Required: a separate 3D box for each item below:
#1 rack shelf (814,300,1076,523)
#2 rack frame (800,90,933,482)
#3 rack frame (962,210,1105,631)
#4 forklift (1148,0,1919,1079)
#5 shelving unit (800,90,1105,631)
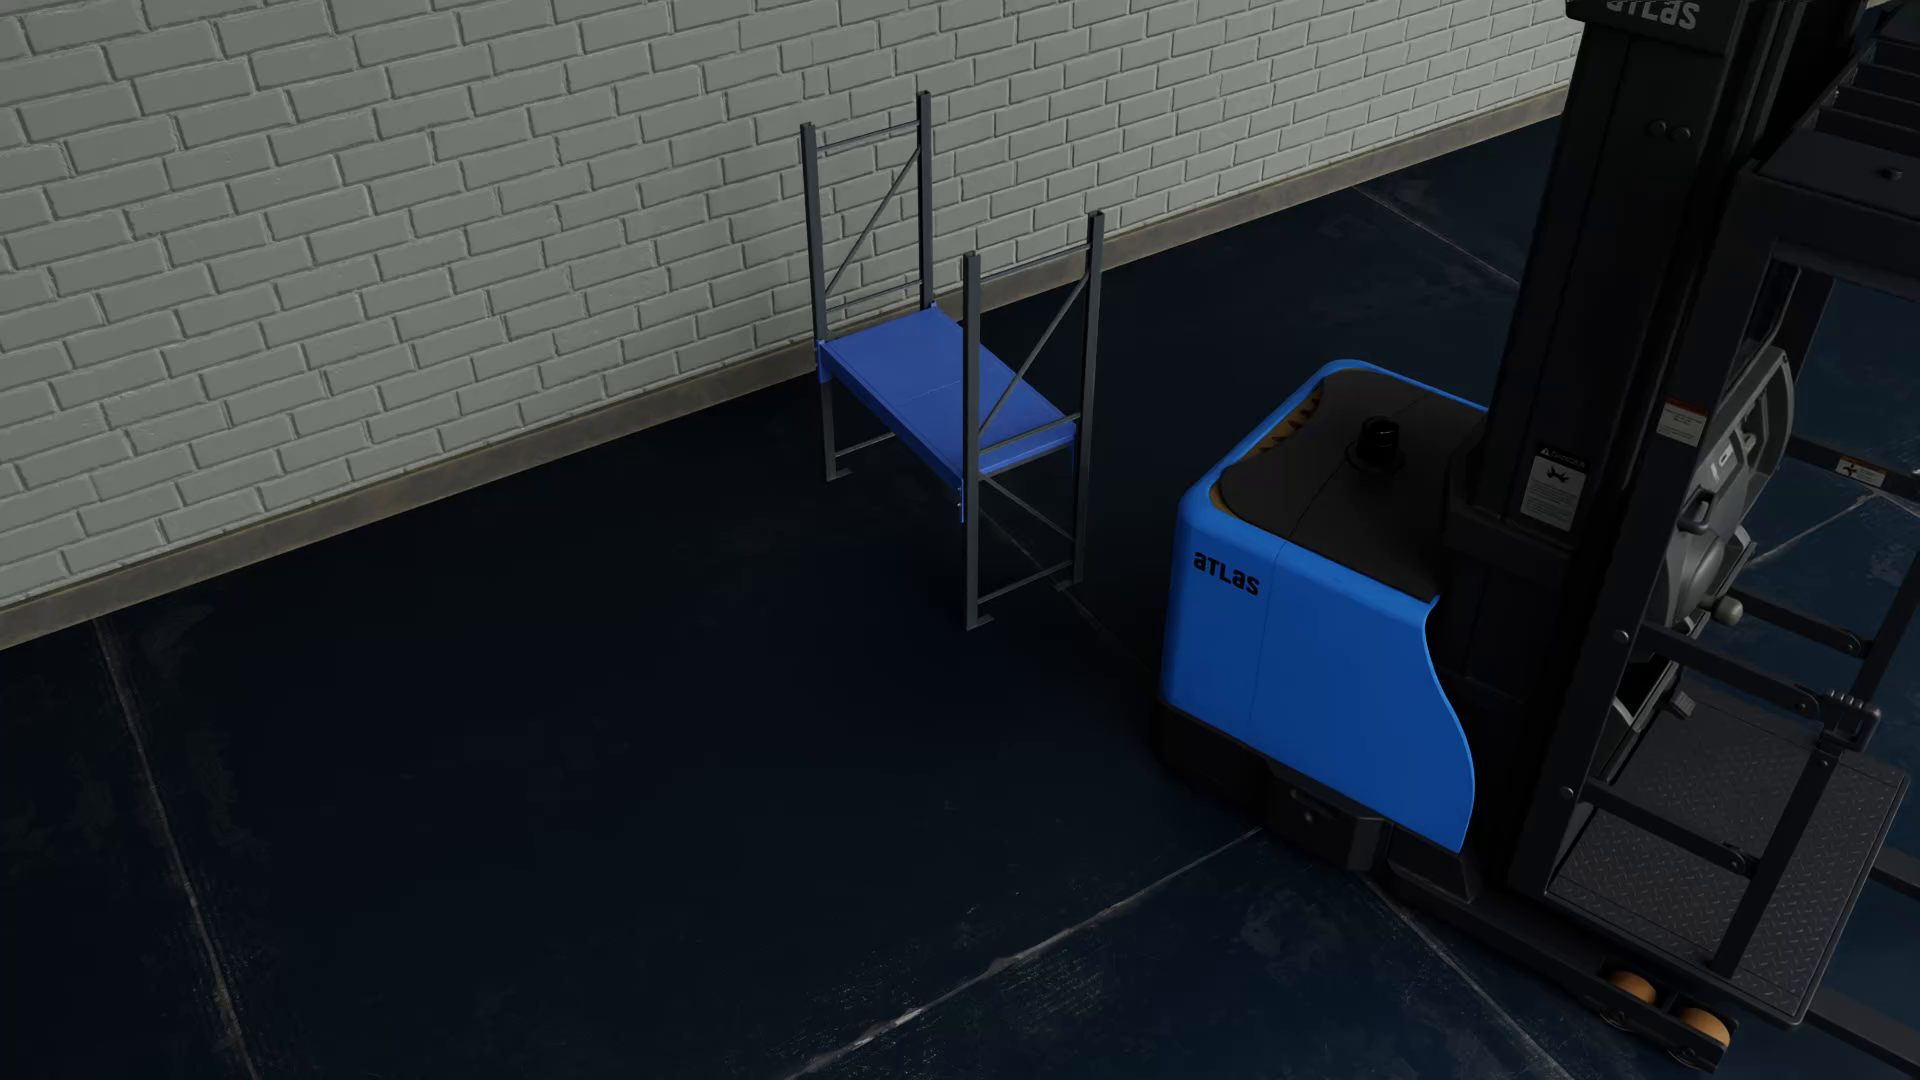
[{"bbox_3d":[-0.046,-0.484,5.940,0.538,0.185,1.000,-22,45,-24],"label":"rack shelf"},{"bbox_3d":[-0.319,-0.897,6.154,0.500,1.500,0.032,-22,45,-24],"label":"rack frame"},{"bbox_3d":[0.227,-0.348,5.496,0.500,1.500,0.032,-22,45,-24],"label":"rack frame"},{"bbox_3d":[2.080,-0.078,4.054,3.031,2.935,1.130,27,47,28],"label":"forklift"},{"bbox_3d":[-0.046,-0.622,5.825,0.538,1.500,1.048,-22,45,-24],"label":"shelving unit"}]
